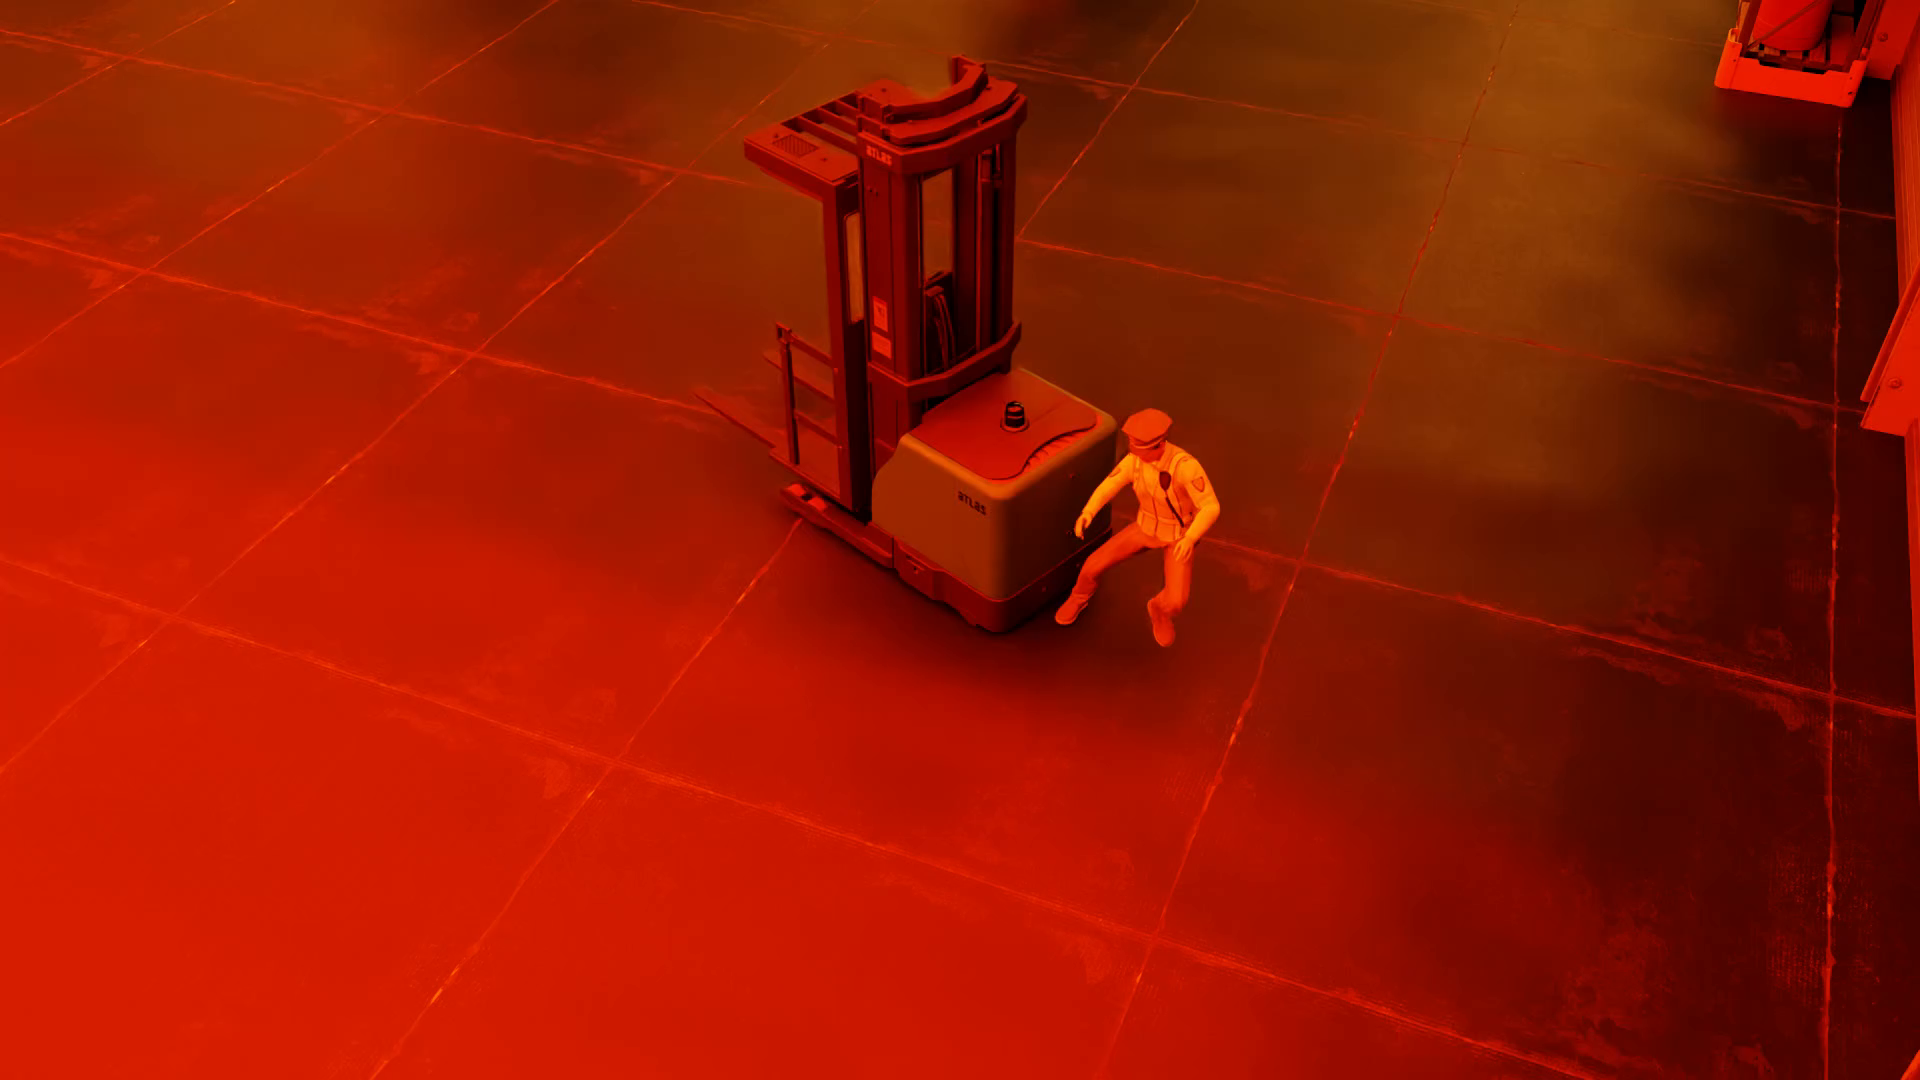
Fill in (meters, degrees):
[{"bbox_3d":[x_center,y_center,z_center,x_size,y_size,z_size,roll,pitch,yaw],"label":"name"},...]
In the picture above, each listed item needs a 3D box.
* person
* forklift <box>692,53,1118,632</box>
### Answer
[{"bbox_3d":[0.977,0.000,9.162,0.852,1.433,0.742,28,48,29],"label":"person"},{"bbox_3d":[-0.487,-1.433,9.718,3.031,2.935,1.130,32,50,33],"label":"forklift"}]
